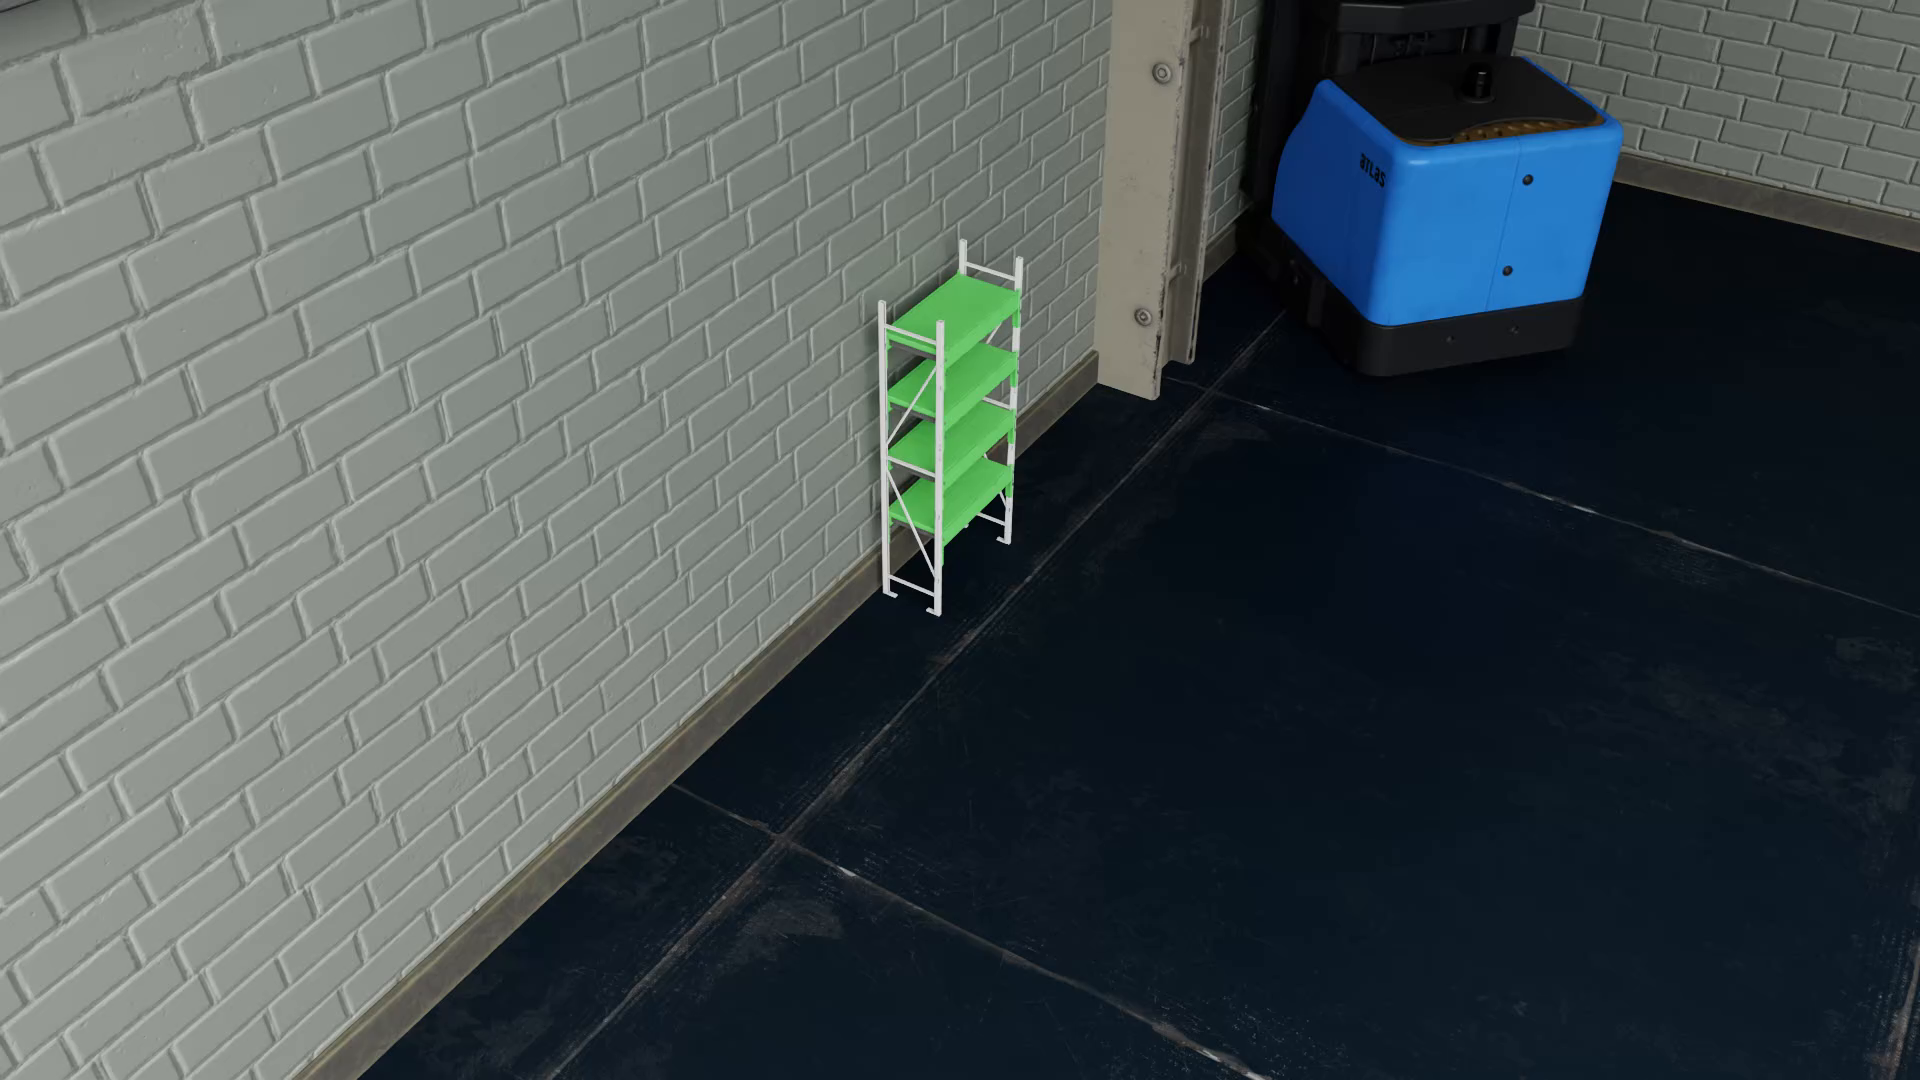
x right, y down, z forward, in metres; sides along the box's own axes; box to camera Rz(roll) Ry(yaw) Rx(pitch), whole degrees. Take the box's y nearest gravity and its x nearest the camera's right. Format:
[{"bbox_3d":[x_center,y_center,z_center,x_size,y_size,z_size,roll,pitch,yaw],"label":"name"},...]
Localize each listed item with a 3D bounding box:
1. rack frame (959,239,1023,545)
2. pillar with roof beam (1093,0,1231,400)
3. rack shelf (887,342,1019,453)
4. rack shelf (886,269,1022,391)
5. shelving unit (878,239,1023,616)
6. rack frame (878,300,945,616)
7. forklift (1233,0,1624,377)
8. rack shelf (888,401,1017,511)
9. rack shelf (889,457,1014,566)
[{"bbox_3d":[0.094,-0.498,5.909,0.240,1.200,0.015,22,43,24],"label":"rack frame"},{"bbox_3d":[4.428,-2.895,2.635,9.100,9.000,0.400,21,42,25],"label":"pillar with roof beam"},{"bbox_3d":[-0.032,-0.510,5.636,0.258,0.148,0.480,22,43,24],"label":"rack shelf"},{"bbox_3d":[-0.028,-0.698,5.488,0.258,0.148,0.480,22,43,24],"label":"rack shelf"},{"bbox_3d":[-0.034,-0.371,5.745,0.258,1.200,0.503,22,43,24],"label":"shelving unit"},{"bbox_3d":[-0.163,-0.245,5.581,0.240,1.200,0.015,22,43,24],"label":"rack frame"},{"bbox_3d":[1.805,-2.754,7.422,1.130,2.935,3.031,-10,39,-12],"label":"forklift"},{"bbox_3d":[-0.035,-0.321,5.784,0.258,0.148,0.480,22,43,24],"label":"rack shelf"},{"bbox_3d":[-0.039,-0.133,5.933,0.258,0.148,0.480,22,43,24],"label":"rack shelf"}]
